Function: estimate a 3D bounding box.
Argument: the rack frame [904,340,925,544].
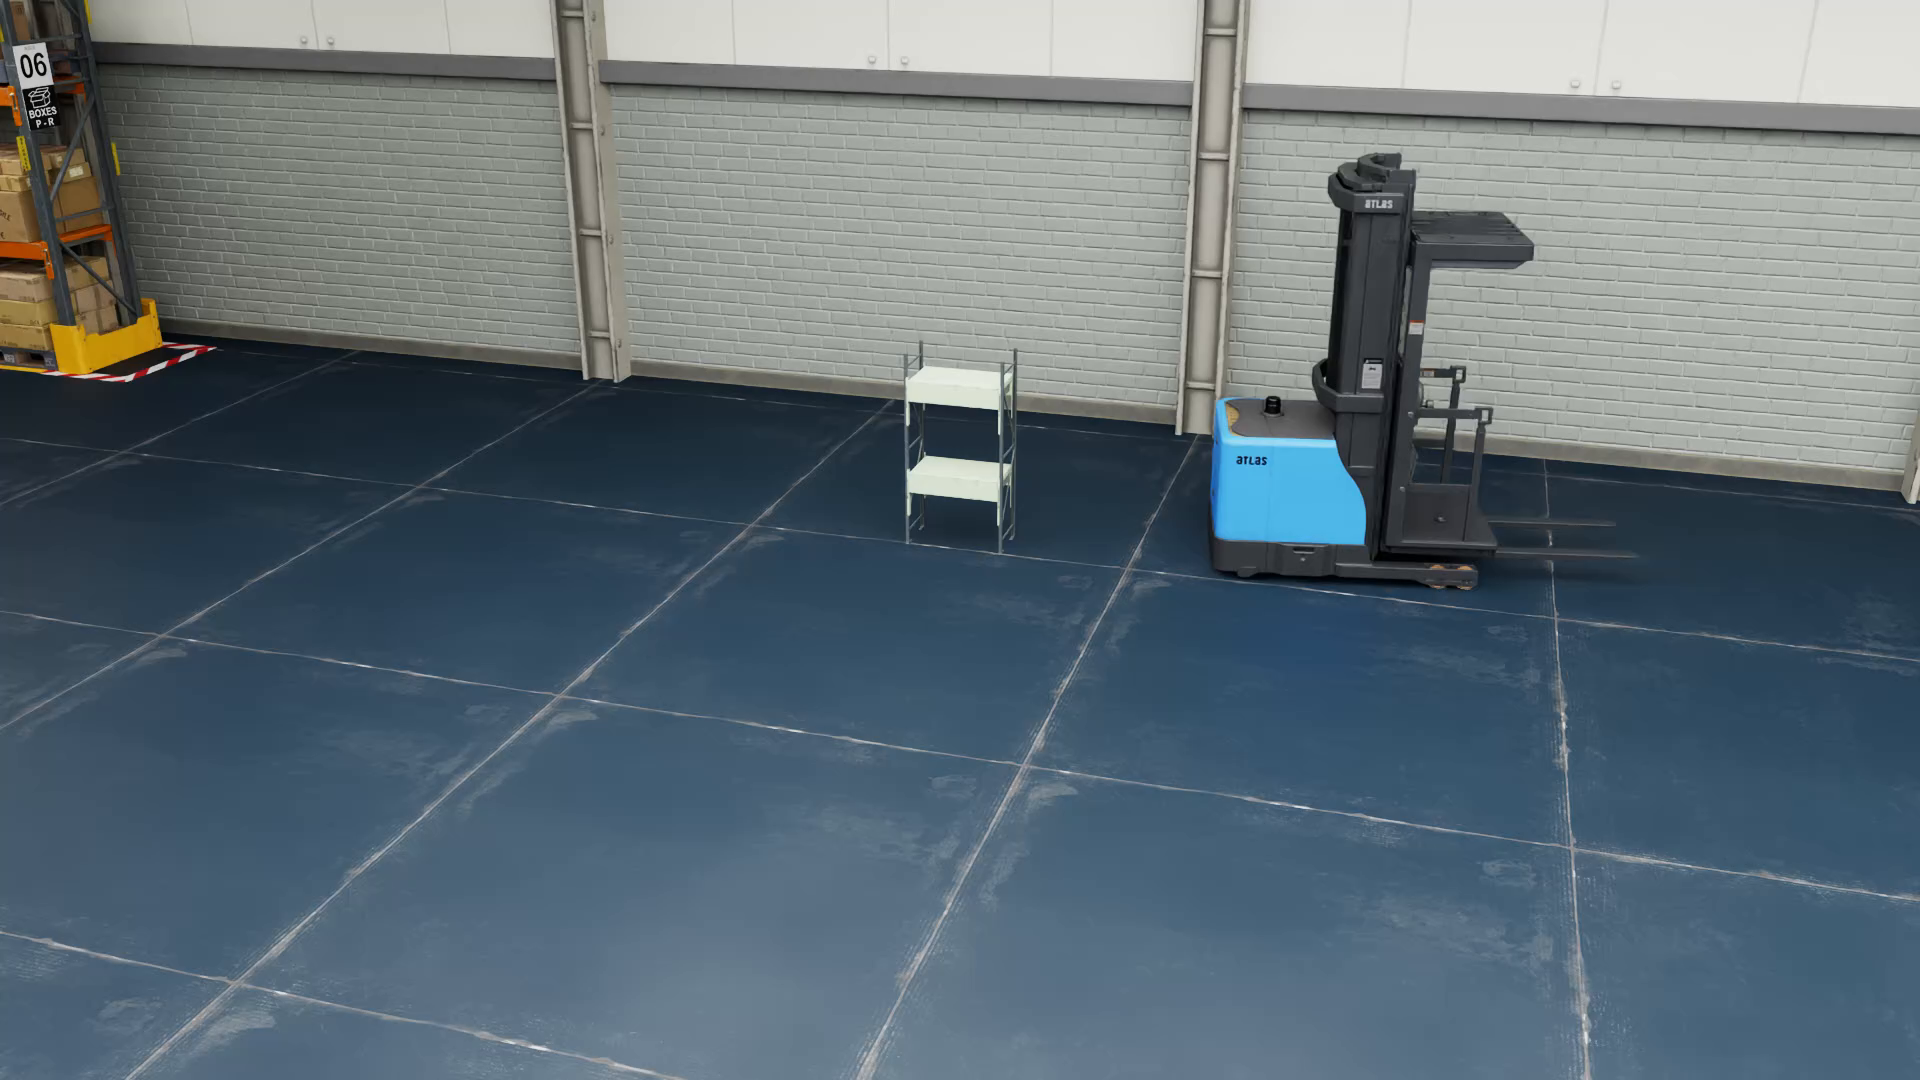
[{"bbox_3d":[-0.344,-0.733,12.581,0.023,1.500,0.400,7,23,16],"label":"rack frame"}]

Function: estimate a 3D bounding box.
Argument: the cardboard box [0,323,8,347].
[{"bbox_3d":[-9.909,-2.209,17.272,0.500,0.250,0.500,7,23,15],"label":"cardboard box"}]

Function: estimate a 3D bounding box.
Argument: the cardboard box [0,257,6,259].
[{"bbox_3d":[-10.255,-2.910,17.665,0.500,0.250,0.500,6,23,15],"label":"cardboard box"}]

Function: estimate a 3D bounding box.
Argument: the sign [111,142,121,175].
[{"bbox_3d":[-8.728,-3.930,17.154,0.005,0.325,0.100,7,23,16],"label":"sign"}]

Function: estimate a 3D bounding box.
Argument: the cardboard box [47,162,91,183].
[{"bbox_3d":[-9.144,-3.770,17.022,0.250,0.149,0.380,6,23,14],"label":"cardboard box"}]

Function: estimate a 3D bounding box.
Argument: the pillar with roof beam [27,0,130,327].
[{"bbox_3d":[-10.544,-4.907,12.876,0.400,9.000,9.100,7,23,16],"label":"pillar with roof beam"}]

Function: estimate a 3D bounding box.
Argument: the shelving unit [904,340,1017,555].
[{"bbox_3d":[0.006,-0.693,12.484,0.755,1.500,0.431,7,23,16],"label":"shelving unit"}]

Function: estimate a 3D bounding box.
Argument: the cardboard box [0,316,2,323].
[{"bbox_3d":[-9.928,-2.444,17.187,0.500,0.250,0.500,6,23,15],"label":"cardboard box"}]

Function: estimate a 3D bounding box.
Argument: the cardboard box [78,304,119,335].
[{"bbox_3d":[-9.308,-2.339,17.590,0.500,0.250,0.500,7,23,16],"label":"cardboard box"}]

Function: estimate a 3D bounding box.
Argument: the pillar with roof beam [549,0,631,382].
[{"bbox_3d":[-4.800,-4.250,11.272,0.400,9.000,9.100,7,23,16],"label":"pillar with roof beam"}]

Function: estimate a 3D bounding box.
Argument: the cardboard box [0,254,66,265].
[{"bbox_3d":[-9.779,-2.852,17.522,0.500,0.250,0.500,7,23,16],"label":"cardboard box"}]

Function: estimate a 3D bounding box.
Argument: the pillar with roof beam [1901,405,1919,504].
[{"bbox_3d":[6.689,-2.934,8.065,0.400,9.000,9.100,7,23,16],"label":"pillar with roof beam"}]

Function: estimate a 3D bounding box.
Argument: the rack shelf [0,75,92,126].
[{"bbox_3d":[-10.809,-4.566,16.945,4.000,0.370,1.077,7,23,16],"label":"rack shelf"}]

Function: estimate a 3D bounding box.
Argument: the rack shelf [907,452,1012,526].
[{"bbox_3d":[0.006,-0.392,12.607,0.720,0.370,0.431,7,23,16],"label":"rack shelf"}]

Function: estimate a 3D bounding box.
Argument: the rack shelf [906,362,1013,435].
[{"bbox_3d":[0.006,-1.054,12.336,0.720,0.370,0.431,7,23,16],"label":"rack shelf"}]

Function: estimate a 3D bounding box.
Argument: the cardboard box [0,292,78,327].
[{"bbox_3d":[-9.451,-2.385,17.044,0.500,0.250,0.500,6,23,15],"label":"cardboard box"}]

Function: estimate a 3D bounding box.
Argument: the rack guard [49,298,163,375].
[{"bbox_3d":[-8.871,-2.133,17.311,0.348,0.500,1.175,7,23,16],"label":"rack guard"}]

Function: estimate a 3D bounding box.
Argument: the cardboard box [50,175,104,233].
[{"bbox_3d":[-9.288,-3.494,17.203,0.500,0.500,0.500,7,23,17],"label":"cardboard box"}]

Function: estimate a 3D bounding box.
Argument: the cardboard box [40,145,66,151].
[{"bbox_3d":[-9.391,-3.942,17.050,0.250,0.149,0.380,7,23,17],"label":"cardboard box"}]

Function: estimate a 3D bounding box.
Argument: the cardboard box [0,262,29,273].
[{"bbox_3d":[-9.916,-2.668,17.074,0.500,0.250,0.500,7,23,16],"label":"cardboard box"}]

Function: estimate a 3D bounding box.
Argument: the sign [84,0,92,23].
[{"bbox_3d":[-8.728,-5.322,16.583,0.005,0.325,0.100,7,23,16],"label":"sign"}]

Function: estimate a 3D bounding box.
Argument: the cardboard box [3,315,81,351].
[{"bbox_3d":[-9.435,-2.151,17.131,0.500,0.250,0.500,7,23,16],"label":"cardboard box"}]

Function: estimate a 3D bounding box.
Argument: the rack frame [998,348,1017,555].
[{"bbox_3d":[0.357,-0.653,12.386,0.023,1.500,0.400,7,23,16],"label":"rack frame"}]

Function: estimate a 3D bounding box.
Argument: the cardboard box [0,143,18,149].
[{"bbox_3d":[-9.884,-3.988,17.161,0.250,0.149,0.380,7,23,16],"label":"cardboard box"}]

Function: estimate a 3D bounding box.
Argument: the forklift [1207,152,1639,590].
[{"bbox_3d":[3.384,-1.211,11.859,3.031,2.935,1.130,2,22,5],"label":"forklift"}]

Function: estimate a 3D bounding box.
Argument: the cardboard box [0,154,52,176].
[{"bbox_3d":[-9.298,-3.739,16.554,0.250,0.149,0.380,7,23,16],"label":"cardboard box"}]

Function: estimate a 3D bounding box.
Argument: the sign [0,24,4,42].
[{"bbox_3d":[-9.064,-4.857,15.644,0.005,0.325,0.100,7,23,16],"label":"sign"}]

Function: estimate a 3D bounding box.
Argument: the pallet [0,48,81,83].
[{"bbox_3d":[-9.564,-4.726,16.503,1.213,0.211,1.003,7,23,16],"label":"pallet"}]

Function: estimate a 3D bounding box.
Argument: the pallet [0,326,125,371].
[{"bbox_3d":[-9.638,-2.071,17.540,1.213,0.211,1.003,7,23,16],"label":"pallet"}]

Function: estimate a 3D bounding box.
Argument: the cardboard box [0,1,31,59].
[{"bbox_3d":[-9.388,-4.927,16.059,0.500,0.500,0.500,7,23,17],"label":"cardboard box"}]

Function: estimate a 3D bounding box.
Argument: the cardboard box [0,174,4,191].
[{"bbox_3d":[-9.560,-3.592,16.588,0.250,0.149,0.380,7,23,16],"label":"cardboard box"}]

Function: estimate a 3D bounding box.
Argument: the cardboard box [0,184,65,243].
[{"bbox_3d":[-9.441,-3.297,16.723,0.500,0.500,0.500,6,23,14],"label":"cardboard box"}]

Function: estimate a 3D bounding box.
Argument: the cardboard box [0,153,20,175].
[{"bbox_3d":[-9.543,-3.754,16.592,0.250,0.149,0.380,7,23,16],"label":"cardboard box"}]

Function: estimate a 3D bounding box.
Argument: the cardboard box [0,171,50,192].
[{"bbox_3d":[-9.307,-3.575,16.546,0.250,0.149,0.380,7,23,16],"label":"cardboard box"}]

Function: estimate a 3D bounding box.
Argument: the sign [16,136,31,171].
[{"bbox_3d":[-9.064,-3.742,16.102,0.005,0.325,0.100,7,23,16],"label":"sign"}]

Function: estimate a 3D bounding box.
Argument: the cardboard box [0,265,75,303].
[{"bbox_3d":[-9.425,-2.614,16.942,0.500,0.250,0.500,7,23,17],"label":"cardboard box"}]

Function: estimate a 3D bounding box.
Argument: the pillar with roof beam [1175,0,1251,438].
[{"bbox_3d":[0.944,-3.592,9.669,0.400,9.000,9.100,7,23,16],"label":"pillar with roof beam"}]

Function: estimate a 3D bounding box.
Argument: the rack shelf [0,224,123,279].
[{"bbox_3d":[-10.809,-3.178,17.514,4.000,0.370,1.077,7,23,16],"label":"rack shelf"}]

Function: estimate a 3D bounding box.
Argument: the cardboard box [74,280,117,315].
[{"bbox_3d":[-9.284,-2.573,17.500,0.500,0.250,0.500,7,23,16],"label":"cardboard box"}]

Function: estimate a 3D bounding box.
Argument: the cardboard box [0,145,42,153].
[{"bbox_3d":[-9.652,-3.955,17.081,0.250,0.149,0.380,7,23,17],"label":"cardboard box"}]

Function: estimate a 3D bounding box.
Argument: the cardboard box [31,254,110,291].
[{"bbox_3d":[-9.300,-2.798,17.392,0.500,0.250,0.500,6,23,15],"label":"cardboard box"}]

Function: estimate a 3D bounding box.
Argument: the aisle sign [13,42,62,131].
[{"bbox_3d":[-8.916,-4.381,16.072,0.004,0.787,0.394,7,23,16],"label":"aisle sign"}]

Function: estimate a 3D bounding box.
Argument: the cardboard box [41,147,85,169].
[{"bbox_3d":[-9.154,-3.890,16.924,0.250,0.149,0.380,6,23,14],"label":"cardboard box"}]

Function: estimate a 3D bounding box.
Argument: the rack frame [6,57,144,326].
[{"bbox_3d":[-8.894,-3.292,16.843,0.127,3.000,1.000,7,23,16],"label":"rack frame"}]

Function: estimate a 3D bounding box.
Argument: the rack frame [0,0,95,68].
[{"bbox_3d":[-8.894,-6.068,15.705,0.127,3.000,1.000,7,23,16],"label":"rack frame"}]
